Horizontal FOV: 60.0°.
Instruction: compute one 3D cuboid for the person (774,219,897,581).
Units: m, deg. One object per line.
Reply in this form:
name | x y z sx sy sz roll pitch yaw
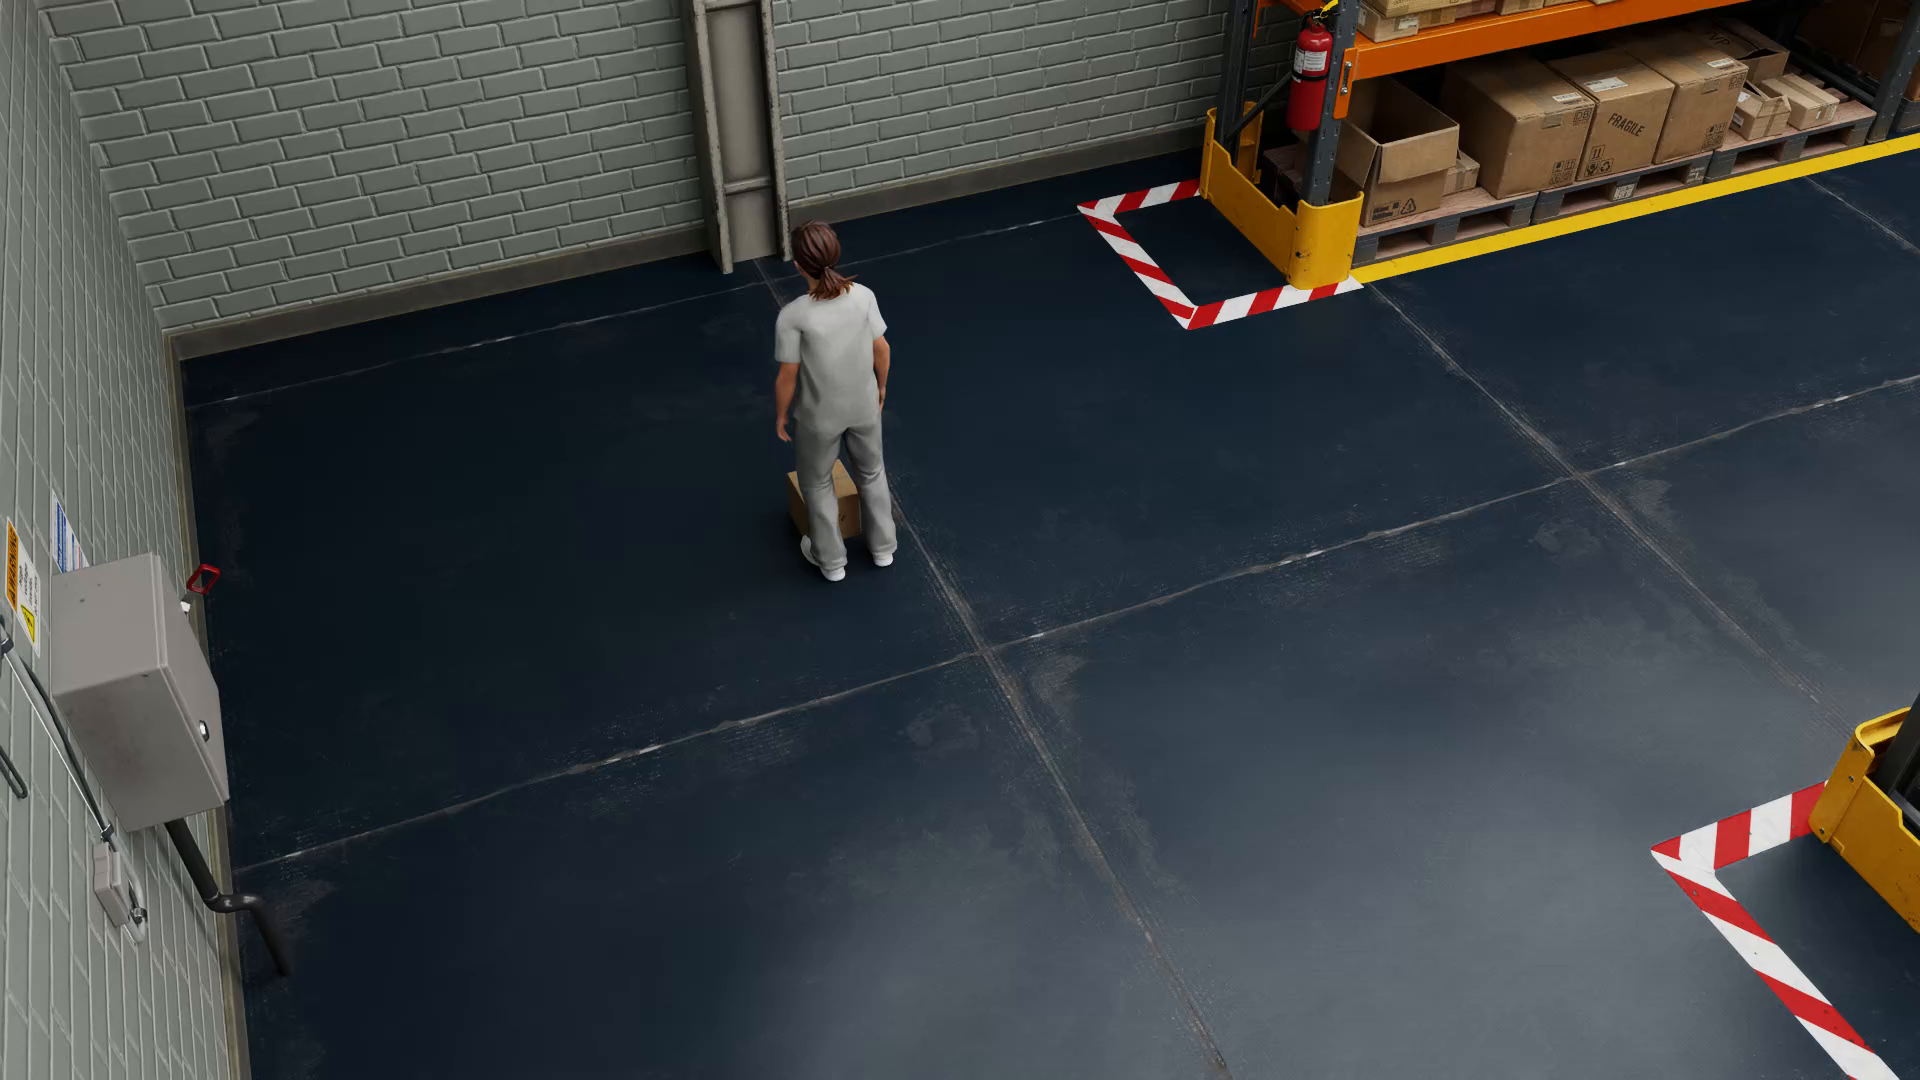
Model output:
person | -0.506 -0.540 6.762 0.513 1.673 0.355 -17 45 -19
